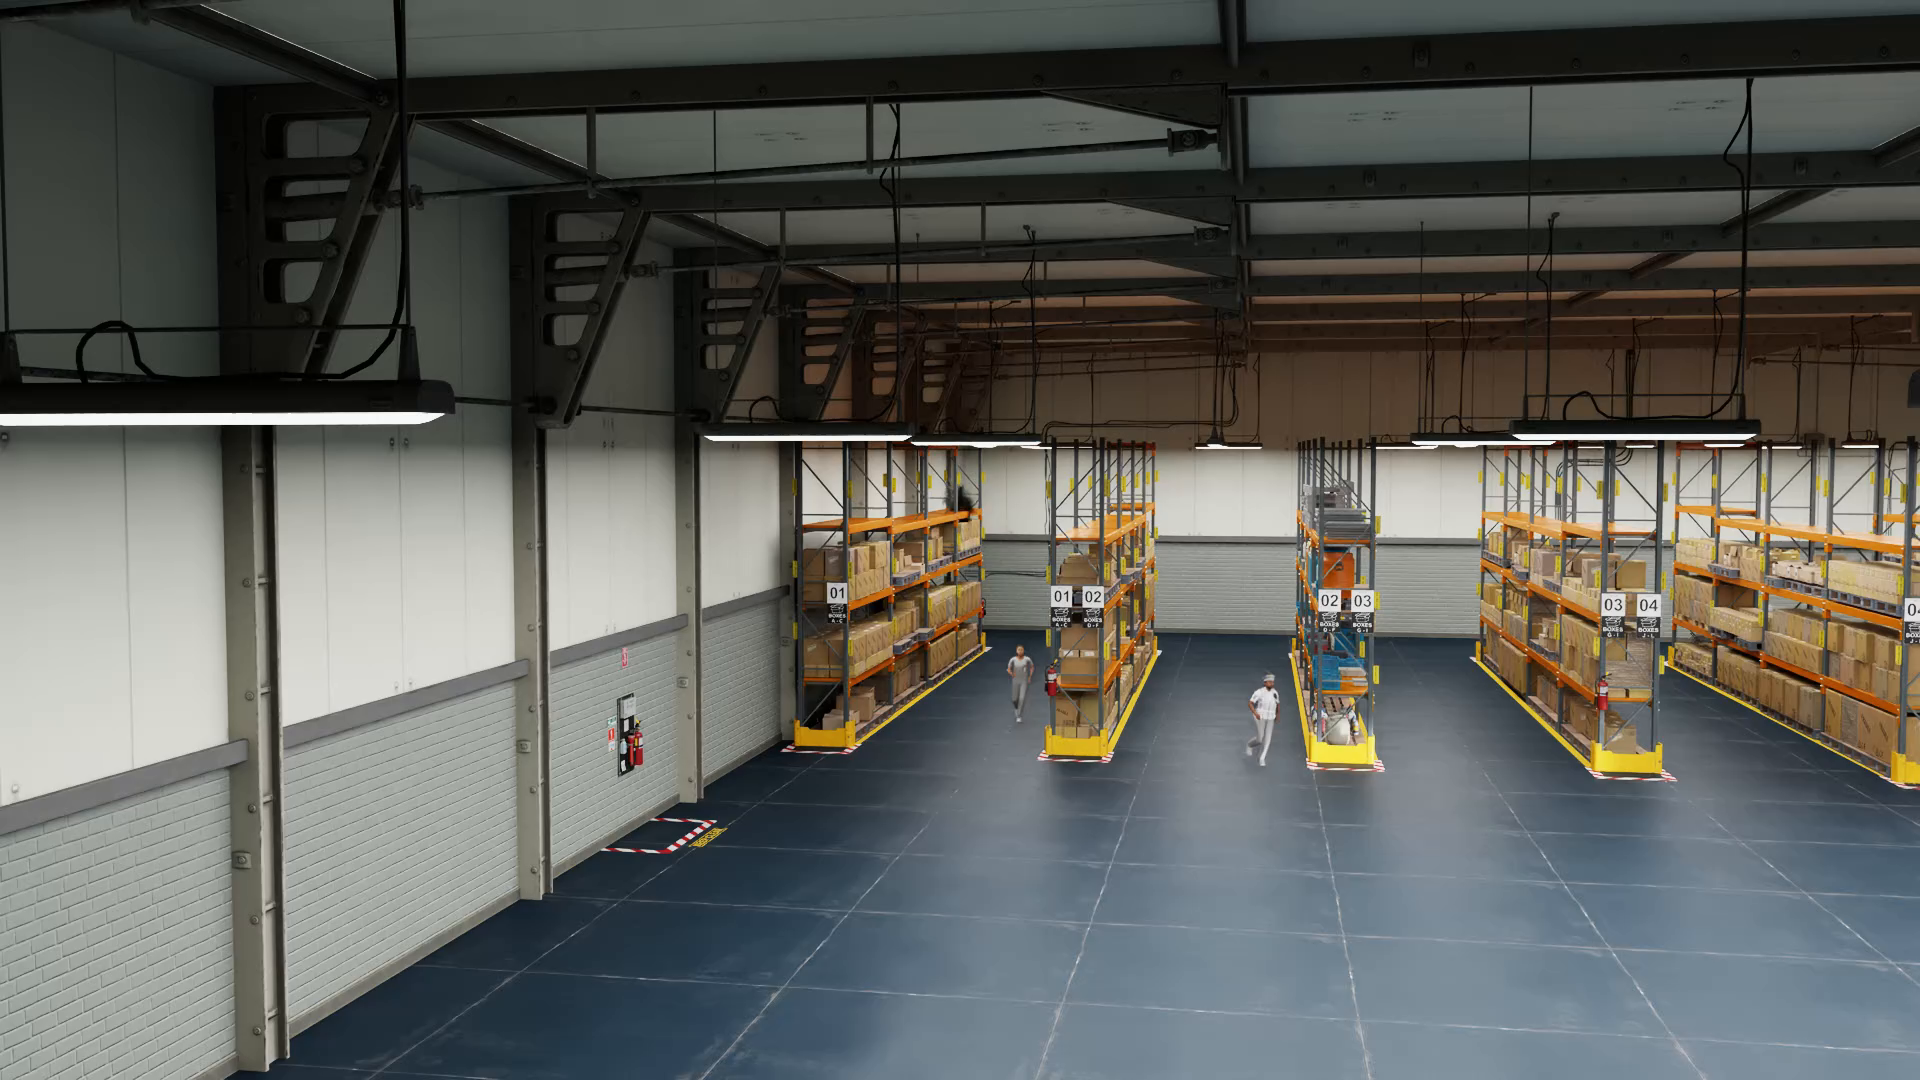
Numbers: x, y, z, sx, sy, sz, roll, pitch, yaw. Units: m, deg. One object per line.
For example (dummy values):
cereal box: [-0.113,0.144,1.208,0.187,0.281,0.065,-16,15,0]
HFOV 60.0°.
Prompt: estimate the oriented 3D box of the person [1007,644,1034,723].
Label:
person: [1.289,3.030,35.366,0.568,1.634,0.701,0,3,4]

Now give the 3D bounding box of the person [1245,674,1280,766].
person: [5.636,3.283,30.617,0.626,1.637,0.678,-1,3,-14]

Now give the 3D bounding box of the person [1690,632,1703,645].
person: [20.224,2.440,45.487,0.916,1.754,0.683,3,4,43]
